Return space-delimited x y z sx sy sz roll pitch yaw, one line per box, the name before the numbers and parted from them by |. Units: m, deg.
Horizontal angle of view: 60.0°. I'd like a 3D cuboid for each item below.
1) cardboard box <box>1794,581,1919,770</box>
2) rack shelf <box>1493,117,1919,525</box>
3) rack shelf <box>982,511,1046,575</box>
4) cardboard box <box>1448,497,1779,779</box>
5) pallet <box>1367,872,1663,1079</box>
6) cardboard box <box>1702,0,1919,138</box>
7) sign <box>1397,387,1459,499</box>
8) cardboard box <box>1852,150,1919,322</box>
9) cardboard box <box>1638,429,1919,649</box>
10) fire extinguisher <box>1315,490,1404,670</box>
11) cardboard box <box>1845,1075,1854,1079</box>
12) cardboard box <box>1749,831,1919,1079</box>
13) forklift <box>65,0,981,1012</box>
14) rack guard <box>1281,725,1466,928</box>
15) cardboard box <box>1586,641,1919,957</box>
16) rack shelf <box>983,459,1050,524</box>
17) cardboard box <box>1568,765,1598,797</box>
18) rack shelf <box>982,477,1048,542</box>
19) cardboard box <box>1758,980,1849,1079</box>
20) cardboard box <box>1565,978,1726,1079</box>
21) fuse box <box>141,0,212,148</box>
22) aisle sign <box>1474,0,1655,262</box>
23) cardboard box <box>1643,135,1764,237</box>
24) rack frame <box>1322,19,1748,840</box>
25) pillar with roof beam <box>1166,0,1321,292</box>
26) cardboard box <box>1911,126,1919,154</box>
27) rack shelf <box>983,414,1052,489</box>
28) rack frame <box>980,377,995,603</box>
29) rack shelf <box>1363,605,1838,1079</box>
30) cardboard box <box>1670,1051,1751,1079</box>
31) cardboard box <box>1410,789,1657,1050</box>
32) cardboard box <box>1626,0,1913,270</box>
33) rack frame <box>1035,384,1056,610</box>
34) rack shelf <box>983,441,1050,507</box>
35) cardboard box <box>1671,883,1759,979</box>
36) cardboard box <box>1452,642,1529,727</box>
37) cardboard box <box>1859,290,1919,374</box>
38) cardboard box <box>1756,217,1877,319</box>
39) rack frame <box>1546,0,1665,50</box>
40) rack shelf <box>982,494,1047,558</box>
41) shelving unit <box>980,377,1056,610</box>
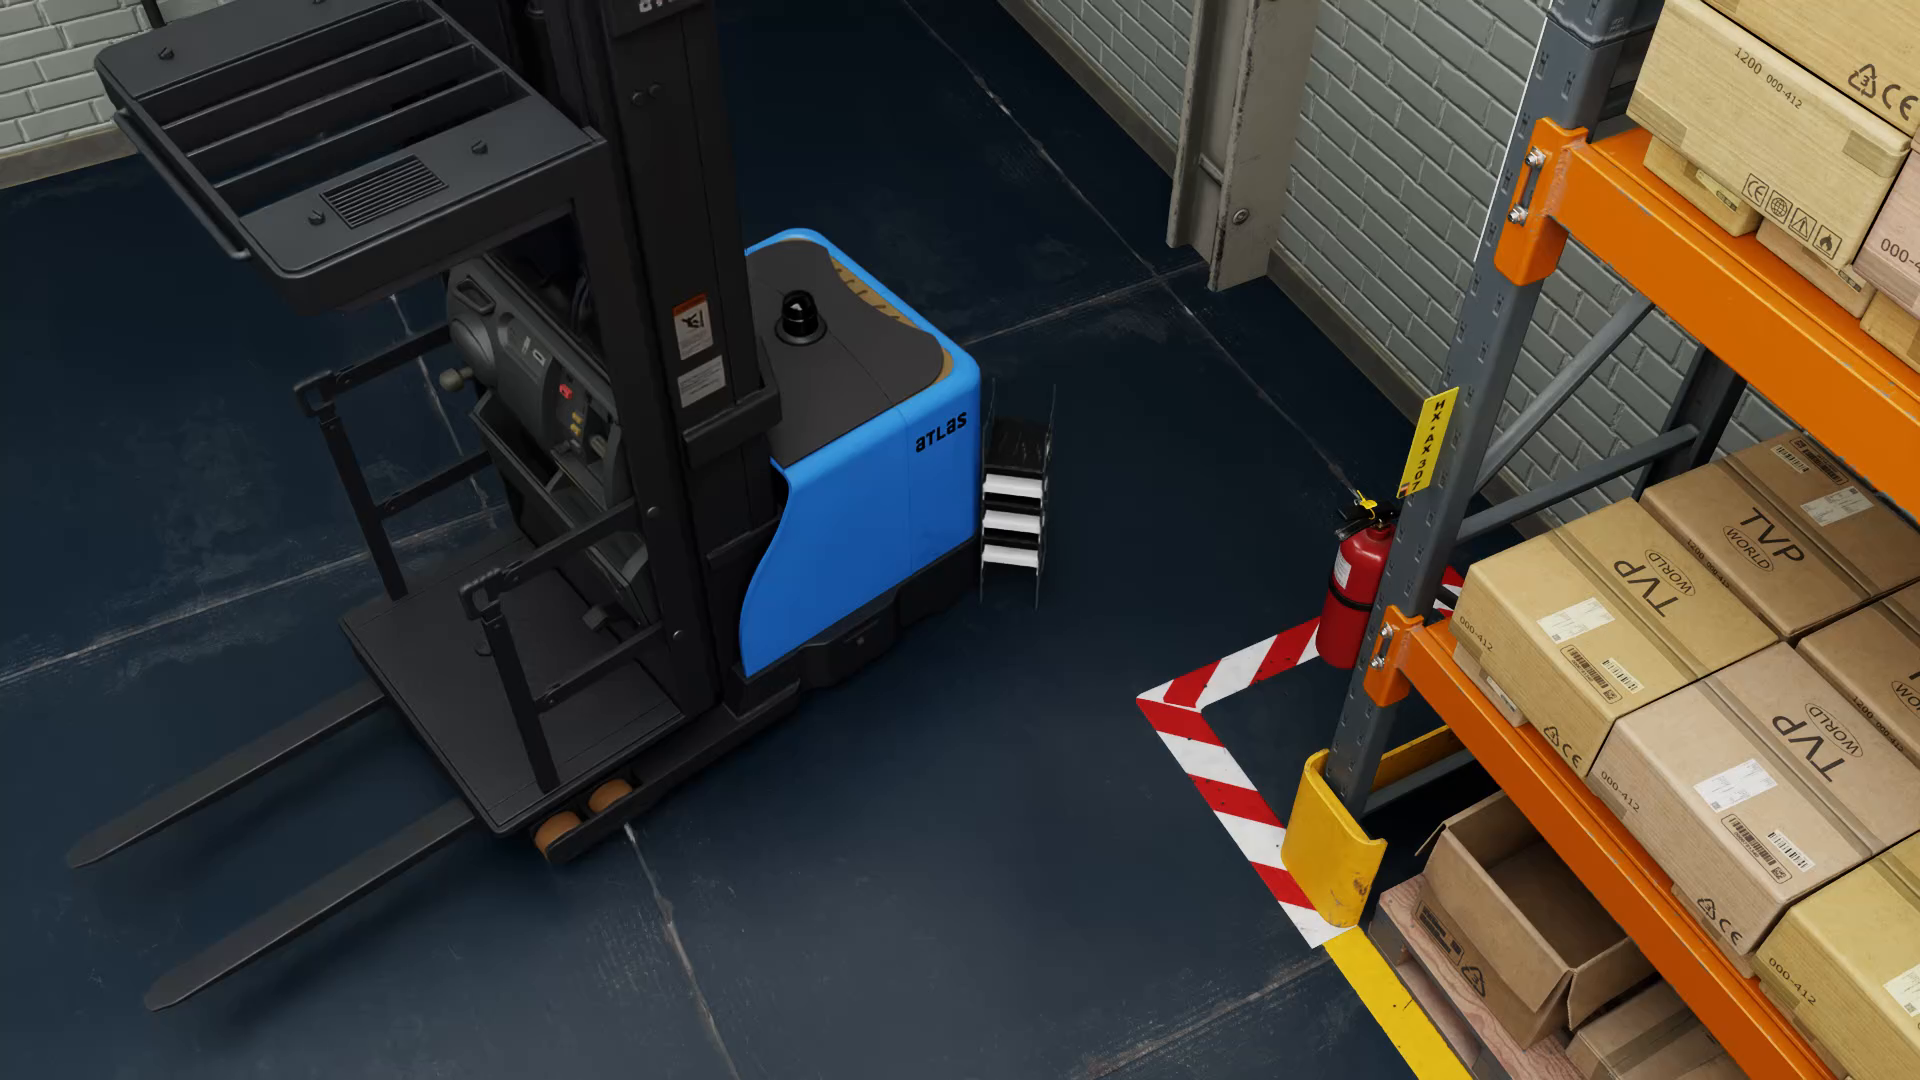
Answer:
cardboard box | 2.255 0.388 3.820 0.500 0.250 0.500 -21 52 -17
rack shelf | 2.489 0.462 2.338 1.077 0.370 4.000 -21 52 -18
rack shelf | 0.195 -0.004 5.939 0.200 0.077 0.258 7 49 6
cardboard box | 1.542 0.222 3.965 0.500 0.250 0.500 -21 52 -17
pallet | 1.974 1.376 4.906 1.003 0.211 1.213 -21 52 -18
cardboard box | 1.554 -0.943 2.659 0.500 0.250 0.500 -22 52 -18
sign | 1.092 -0.224 3.878 0.100 0.325 0.005 -21 52 -18
cardboard box | 1.785 -0.438 2.549 0.500 0.250 0.500 -20 52 -17
cardboard box | 2.020 0.042 4.123 0.500 0.250 0.500 -20 52 -16
fire extinguisher | 1.096 0.083 4.484 0.296 0.674 0.183 -21 52 -18
cardboard box | 2.026 1.151 3.418 0.380 0.149 0.250 -23 53 -19
cardboard box | 2.008 0.897 3.374 0.500 0.250 0.500 -22 52 -18
forklift | -1.373 -0.385 4.639 3.031 2.935 1.130 -32 56 -25
rack guard | 1.609 0.748 5.264 1.175 0.500 0.348 -21 52 -18
cardboard box | 1.773 0.559 3.670 0.500 0.250 0.500 -21 52 -17
rack shelf | 0.195 -0.182 5.735 0.200 0.077 0.258 7 49 6
cardboard box | 1.638 0.426 4.052 0.380 0.149 0.250 -20 52 -17
rack shelf | 0.195 -0.122 5.803 0.200 0.077 0.258 7 49 6
cardboard box | 1.977 0.956 3.588 0.380 0.149 0.250 -20 52 -17
cardboard box | 1.929 1.414 4.635 0.380 0.149 0.250 -23 53 -19
fuse box | -3.504 -2.381 7.196 0.539 1.711 0.414 -21 52 -18
aisle sign | 1.282 -0.926 3.340 0.394 0.787 0.004 -21 52 -18
cardboard box | 1.513 -0.737 3.076 0.380 0.149 0.250 -20 52 -17
rack frame | 1.574 -0.126 4.367 1.000 3.000 0.127 -21 52 -18
pillar with roof beam | -2.686 -2.733 2.662 9.100 9.000 0.400 -21 52 -18
cardboard box | 1.770 -0.596 2.356 0.500 0.250 0.500 -22 52 -18
rack shelf | 0.196 -0.300 5.599 0.200 0.077 0.258 7 49 6
rack frame | 0.095 -0.156 5.788 0.006 0.900 0.240 7 49 6
rack shelf | 2.489 1.450 3.467 1.077 0.370 4.000 -21 52 -18
cardboard box | 2.126 1.586 4.251 0.700 0.500 0.500 -19 52 -16
cardboard box | 1.770 1.000 4.762 0.797 0.503 0.637 -23 53 -19
cardboard box | 1.534 -0.771 2.841 0.500 0.250 0.500 -22 52 -18
rack frame | 0.296 -0.132 5.767 0.006 0.900 0.240 7 49 6
rack shelf | 0.196 -0.241 5.667 0.200 0.077 0.258 7 49 6
cardboard box | 1.850 0.780 3.742 0.380 0.149 0.250 -20 52 -16
cardboard box | 1.480 0.271 4.187 0.380 0.149 0.250 -22 52 -18
cardboard box | 1.759 -0.393 2.775 0.380 0.149 0.250 -21 52 -17
cardboard box | 1.656 -0.571 2.931 0.380 0.149 0.250 -20 52 -17
rack frame | 1.574 -2.101 2.109 1.000 3.000 0.127 -21 52 -18
rack shelf | 0.195 -0.063 5.871 0.200 0.077 0.258 7 49 6
shelving unit | 0.195 -0.144 5.778 0.210 0.900 0.258 7 49 6
